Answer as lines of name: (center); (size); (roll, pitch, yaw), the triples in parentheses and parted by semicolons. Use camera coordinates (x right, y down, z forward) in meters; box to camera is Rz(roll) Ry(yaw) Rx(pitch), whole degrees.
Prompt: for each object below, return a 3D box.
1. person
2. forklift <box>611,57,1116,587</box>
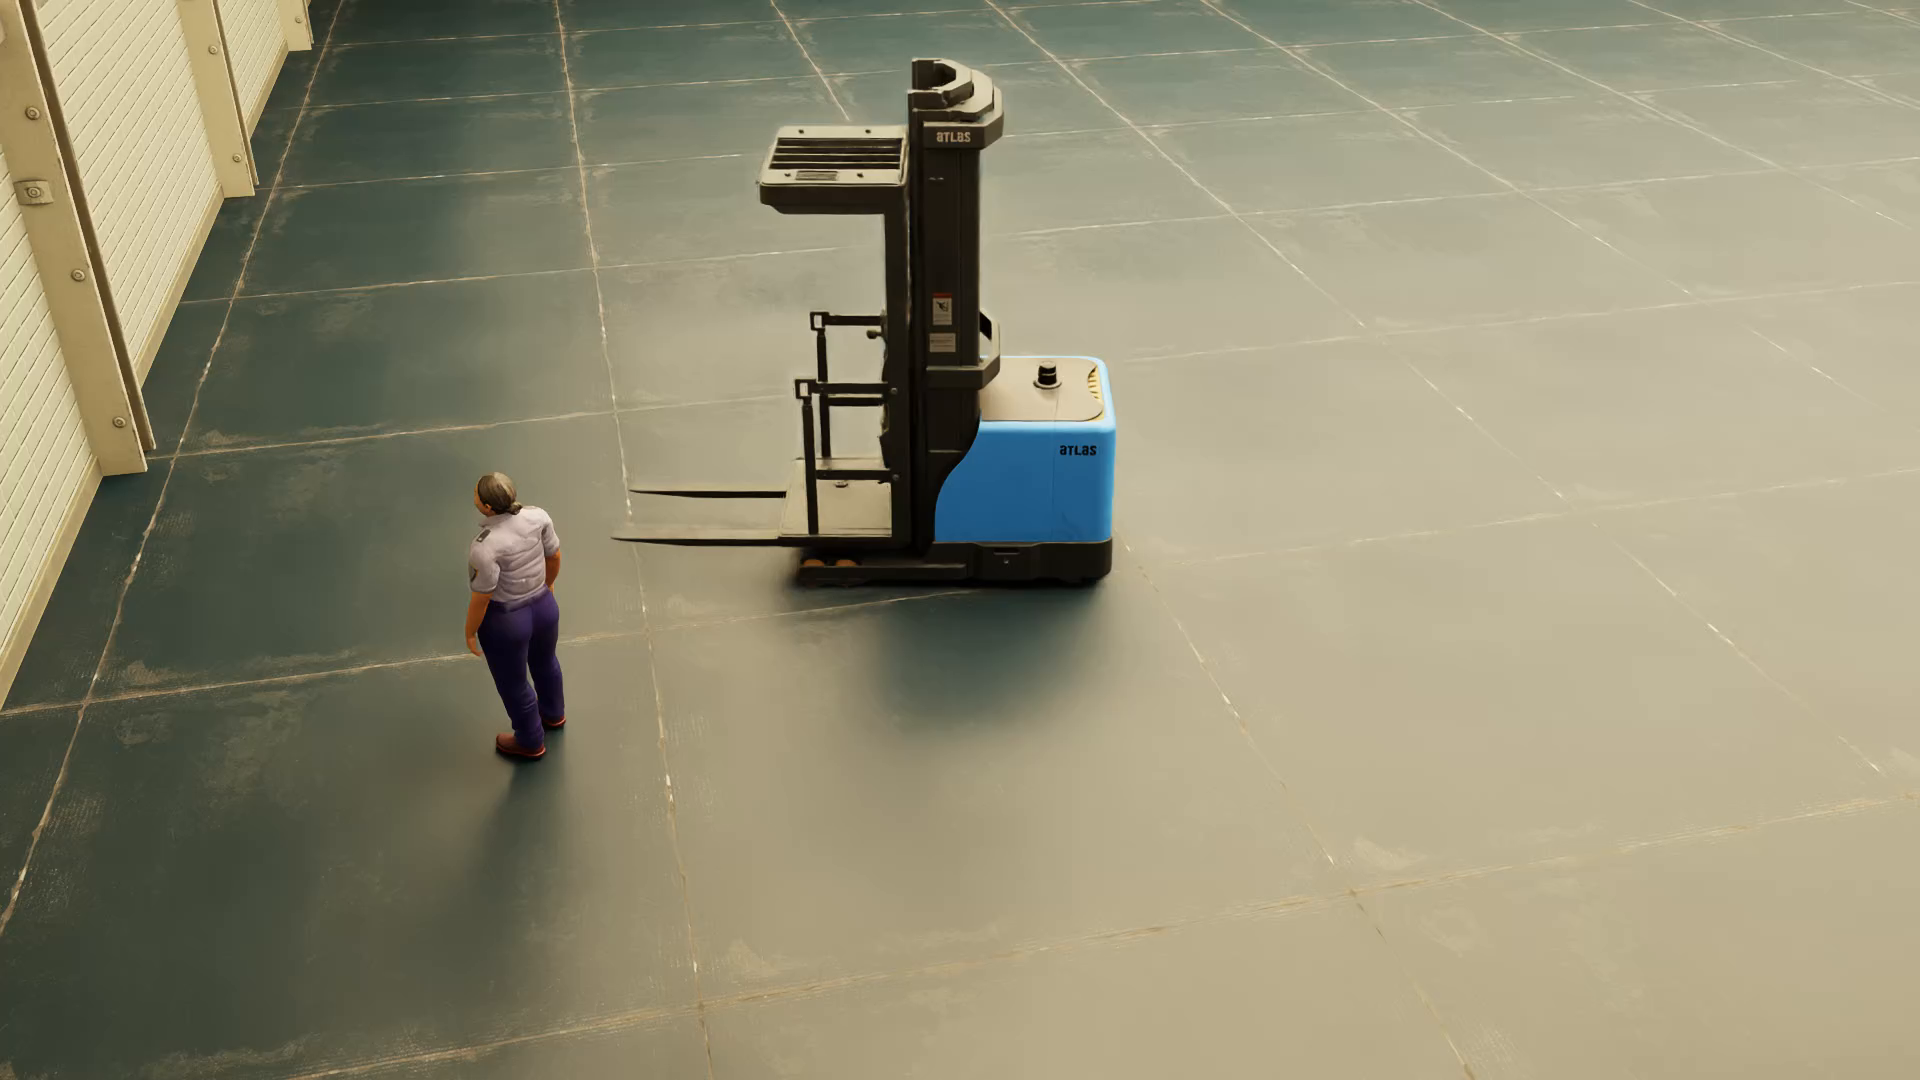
person: (-2.250, 0.344, 8.247); (0.503, 1.651, 0.596); (20, 35, 30)
forklift: (-0.599, -1.249, 9.733); (3.031, 2.935, 1.130); (0, 30, 0)
